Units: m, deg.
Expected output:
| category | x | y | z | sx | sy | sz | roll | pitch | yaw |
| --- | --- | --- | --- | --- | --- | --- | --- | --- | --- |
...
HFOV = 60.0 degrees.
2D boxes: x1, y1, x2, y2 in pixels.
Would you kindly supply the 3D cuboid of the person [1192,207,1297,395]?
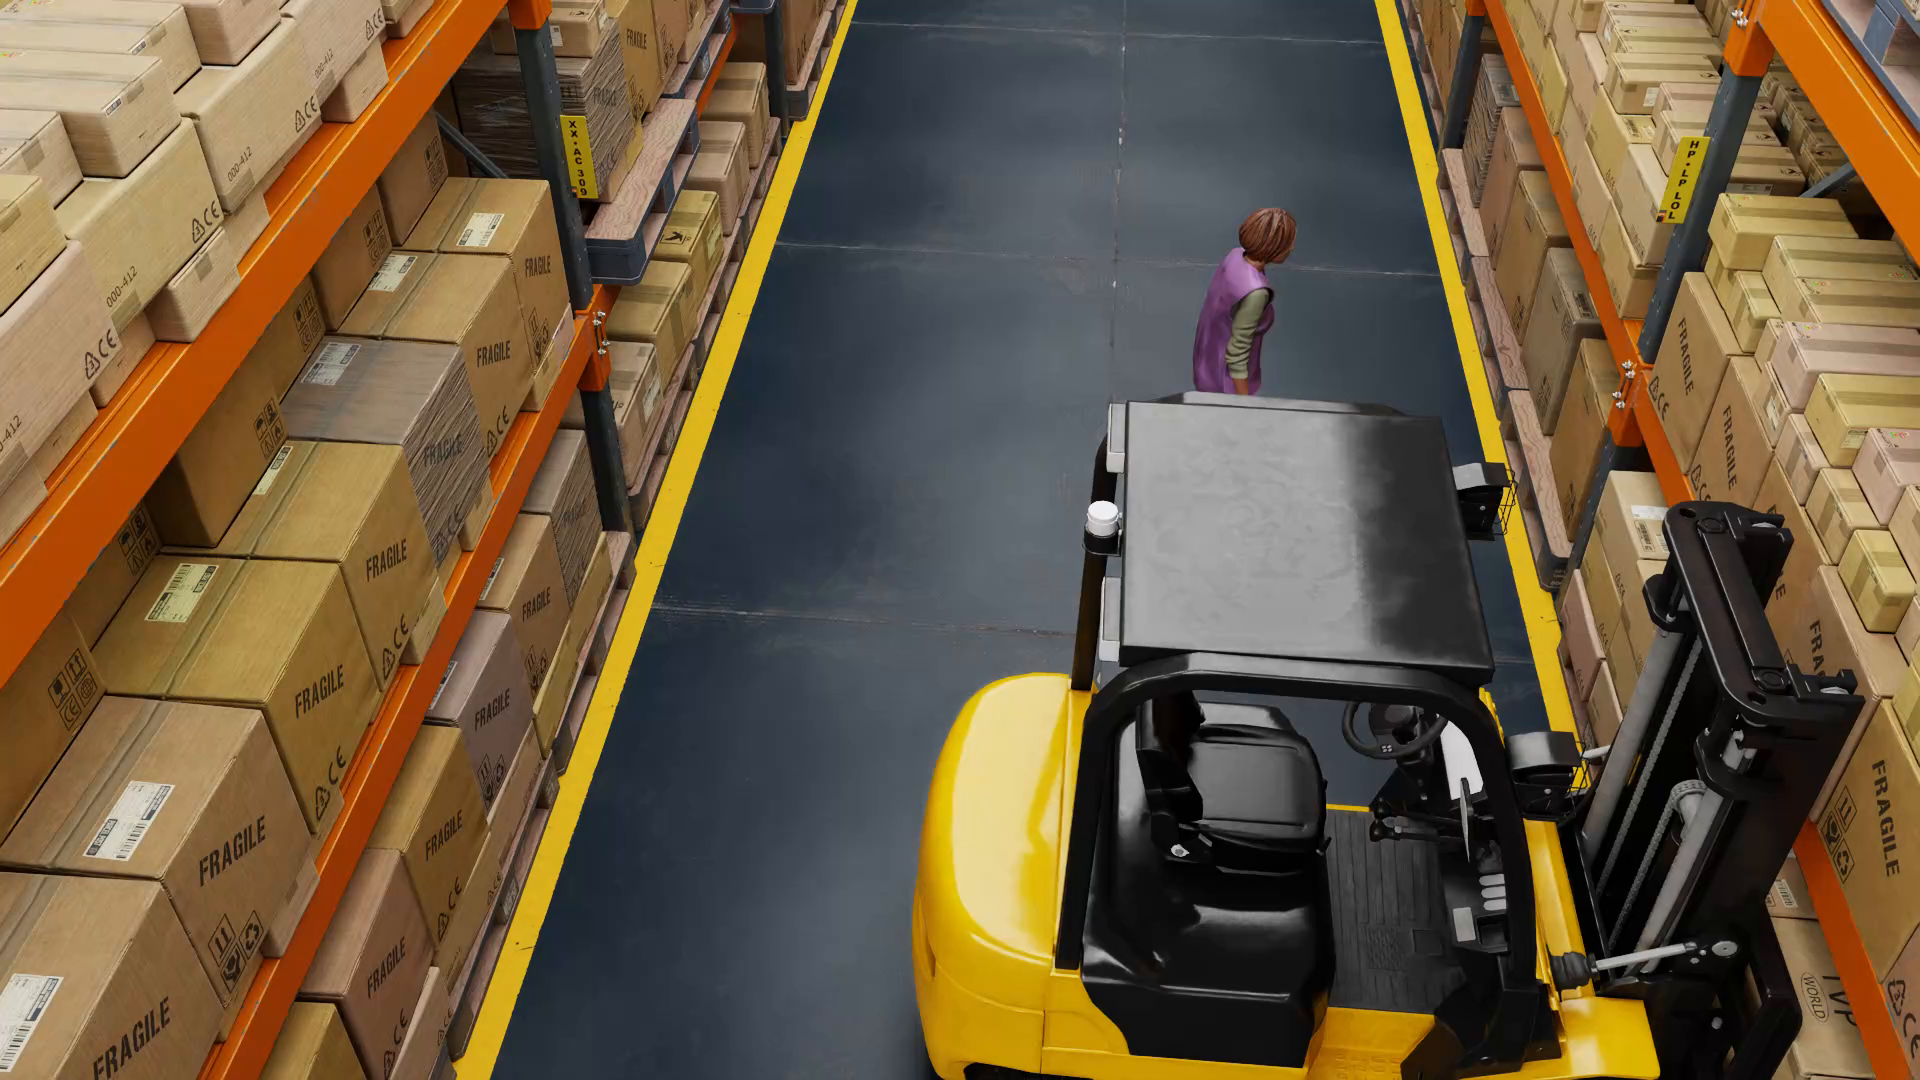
| category | x | y | z | sx | sy | sz | roll | pitch | yaw |
| --- | --- | --- | --- | --- | --- | --- | --- | --- | --- |
| person | 1.144 | -0.658 | 6.933 | 0.351 | 1.592 | 0.483 | 1 | 41 | 1 |
